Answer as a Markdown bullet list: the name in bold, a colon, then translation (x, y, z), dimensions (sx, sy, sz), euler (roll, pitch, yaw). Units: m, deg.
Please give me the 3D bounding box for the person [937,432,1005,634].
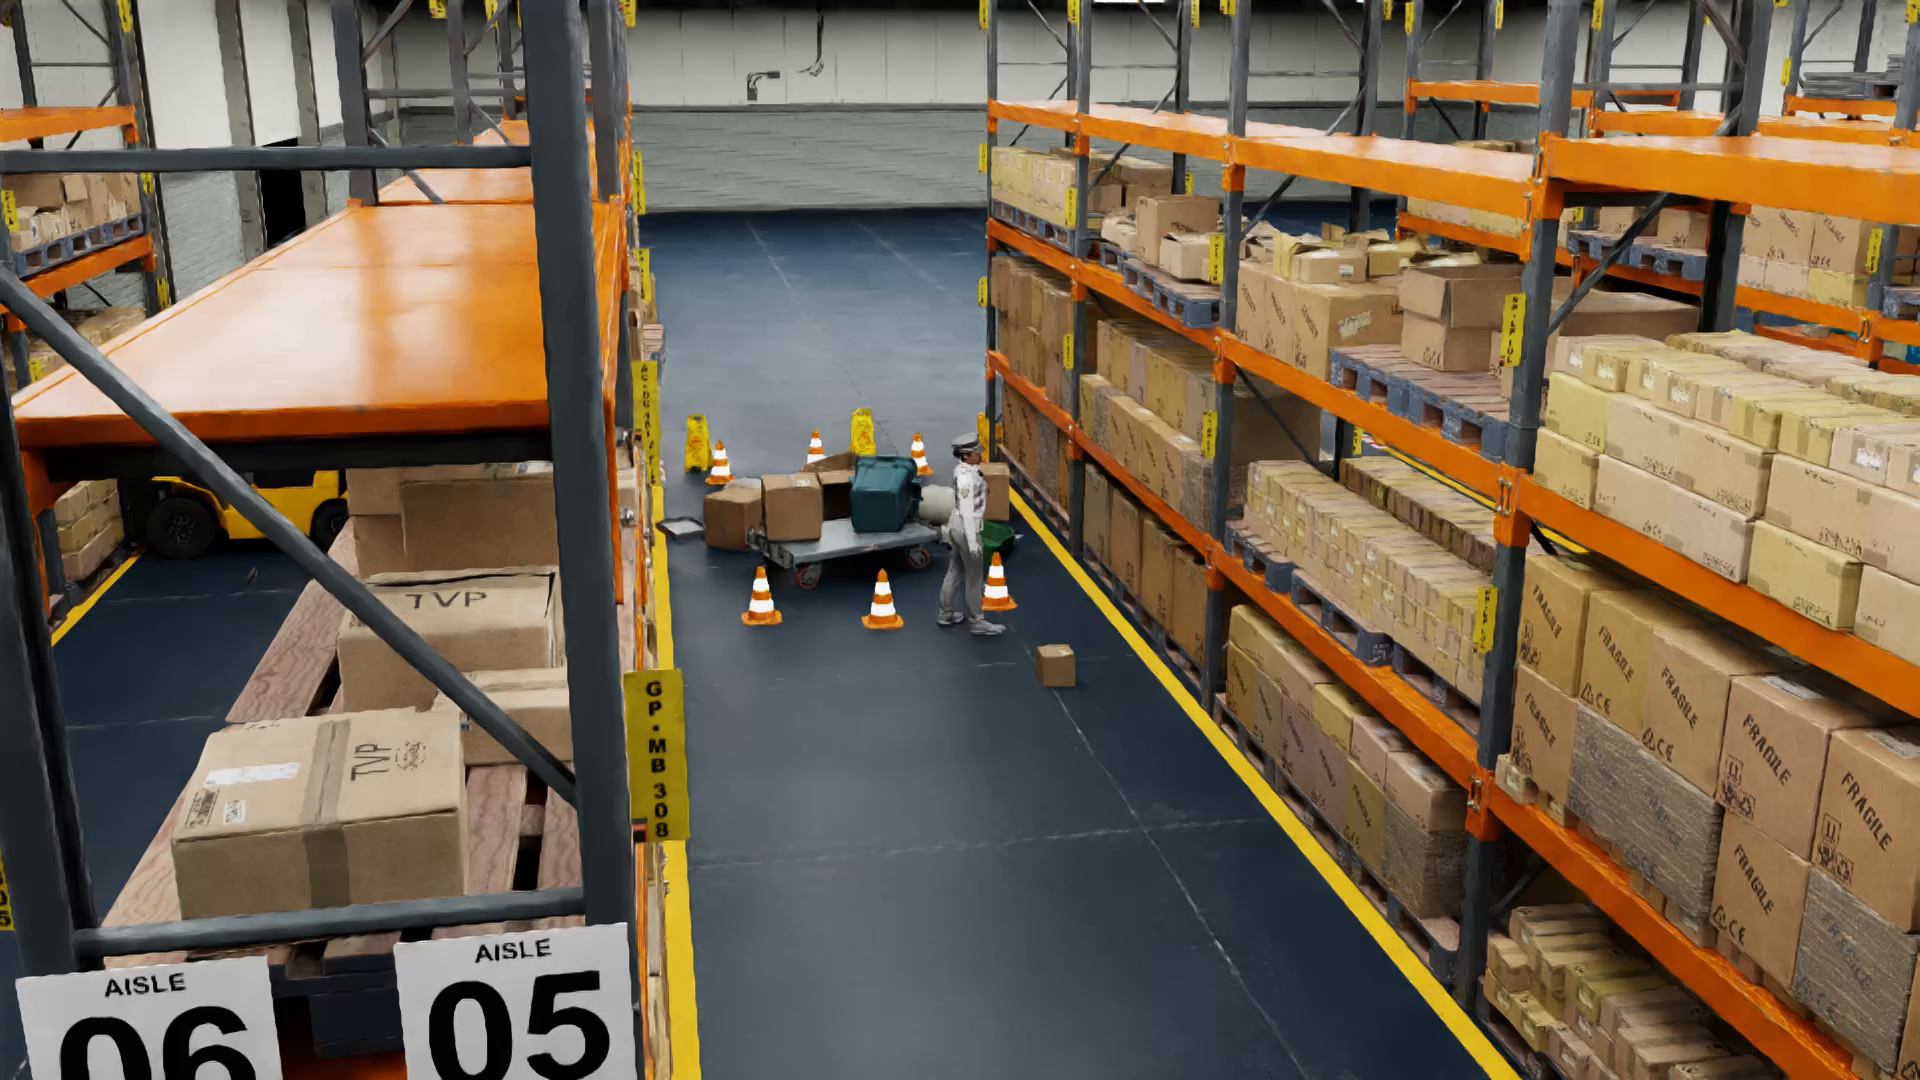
- **person**: translation (0.094, -0.058, 13.646), dimensions (0.550, 1.668, 0.631), euler (-1, 17, -4)
